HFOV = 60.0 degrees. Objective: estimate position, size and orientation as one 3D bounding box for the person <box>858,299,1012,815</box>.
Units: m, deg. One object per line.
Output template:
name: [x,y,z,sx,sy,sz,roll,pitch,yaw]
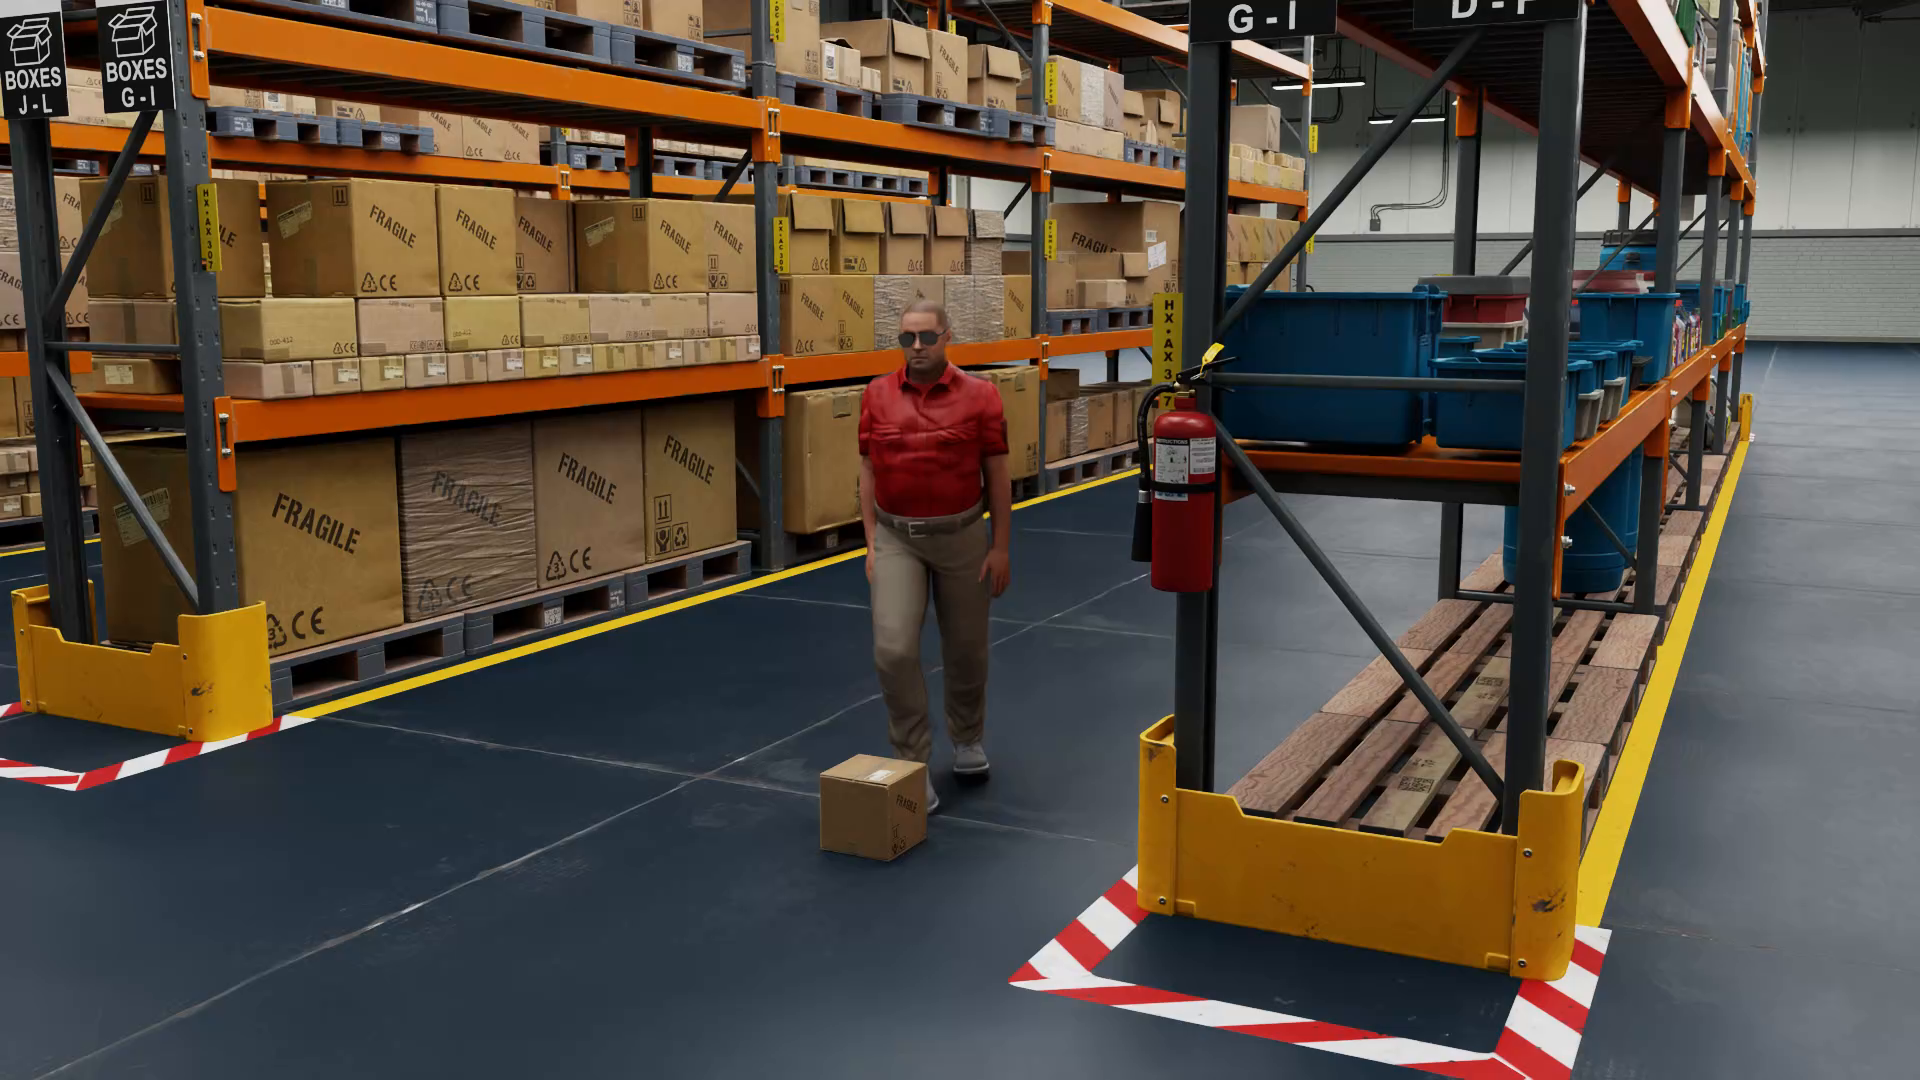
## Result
person: [-0.090,0.032,5.764,0.538,1.719,0.667,1,9,6]
